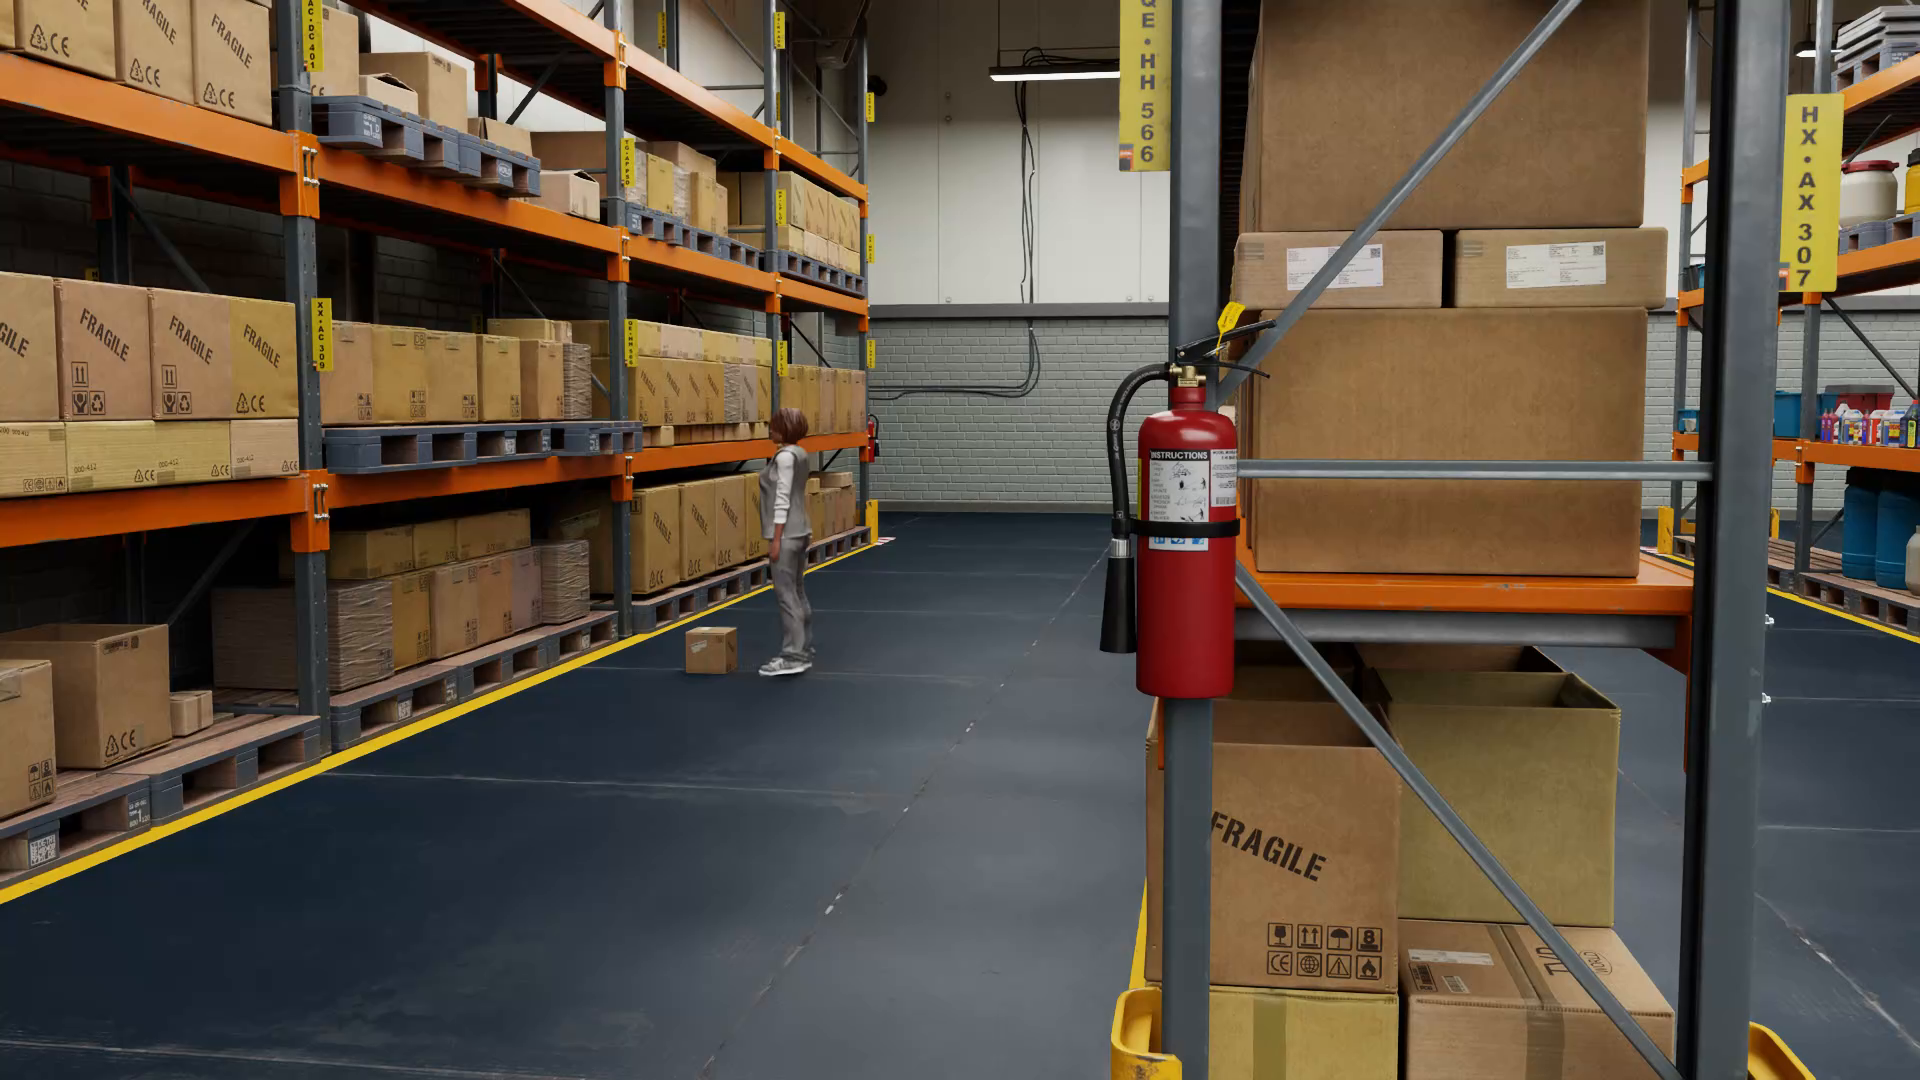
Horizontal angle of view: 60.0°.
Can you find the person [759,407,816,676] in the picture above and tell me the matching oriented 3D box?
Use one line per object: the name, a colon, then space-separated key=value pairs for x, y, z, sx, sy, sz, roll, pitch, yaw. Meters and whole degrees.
person: x=-1.044 y=0.004 z=10.002 sx=0.305 sy=1.607 sz=0.406 roll=1 pitch=5 yaw=9
